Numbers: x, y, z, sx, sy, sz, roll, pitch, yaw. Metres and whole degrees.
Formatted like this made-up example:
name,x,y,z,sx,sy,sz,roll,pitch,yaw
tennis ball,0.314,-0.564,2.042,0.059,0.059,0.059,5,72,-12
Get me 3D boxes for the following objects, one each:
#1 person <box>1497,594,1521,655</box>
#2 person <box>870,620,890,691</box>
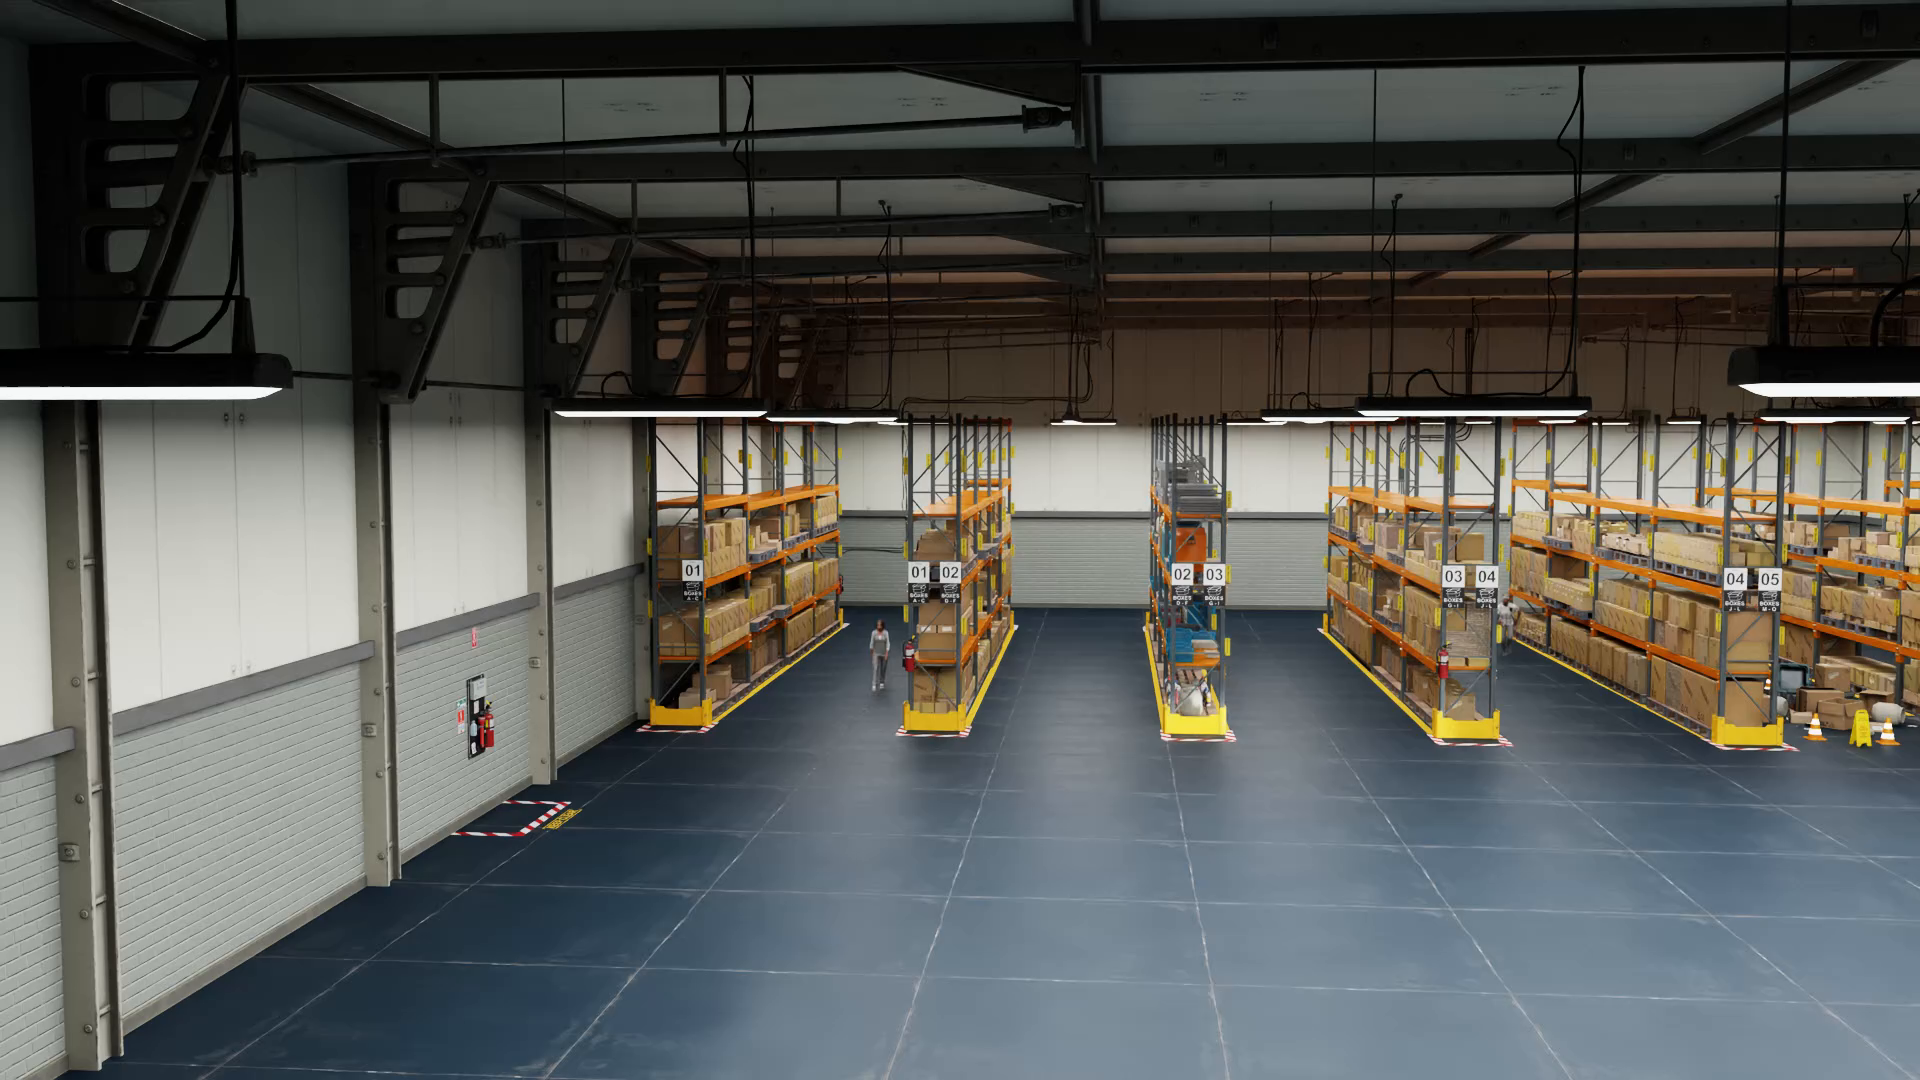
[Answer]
name,x,y,z,sx,sy,sz,roll,pitch,yaw
person,13.749,2.121,41.726,0.629,1.597,0.724,1,4,15
person,-1.737,2.501,36.056,0.434,1.546,0.967,-1,4,-8
